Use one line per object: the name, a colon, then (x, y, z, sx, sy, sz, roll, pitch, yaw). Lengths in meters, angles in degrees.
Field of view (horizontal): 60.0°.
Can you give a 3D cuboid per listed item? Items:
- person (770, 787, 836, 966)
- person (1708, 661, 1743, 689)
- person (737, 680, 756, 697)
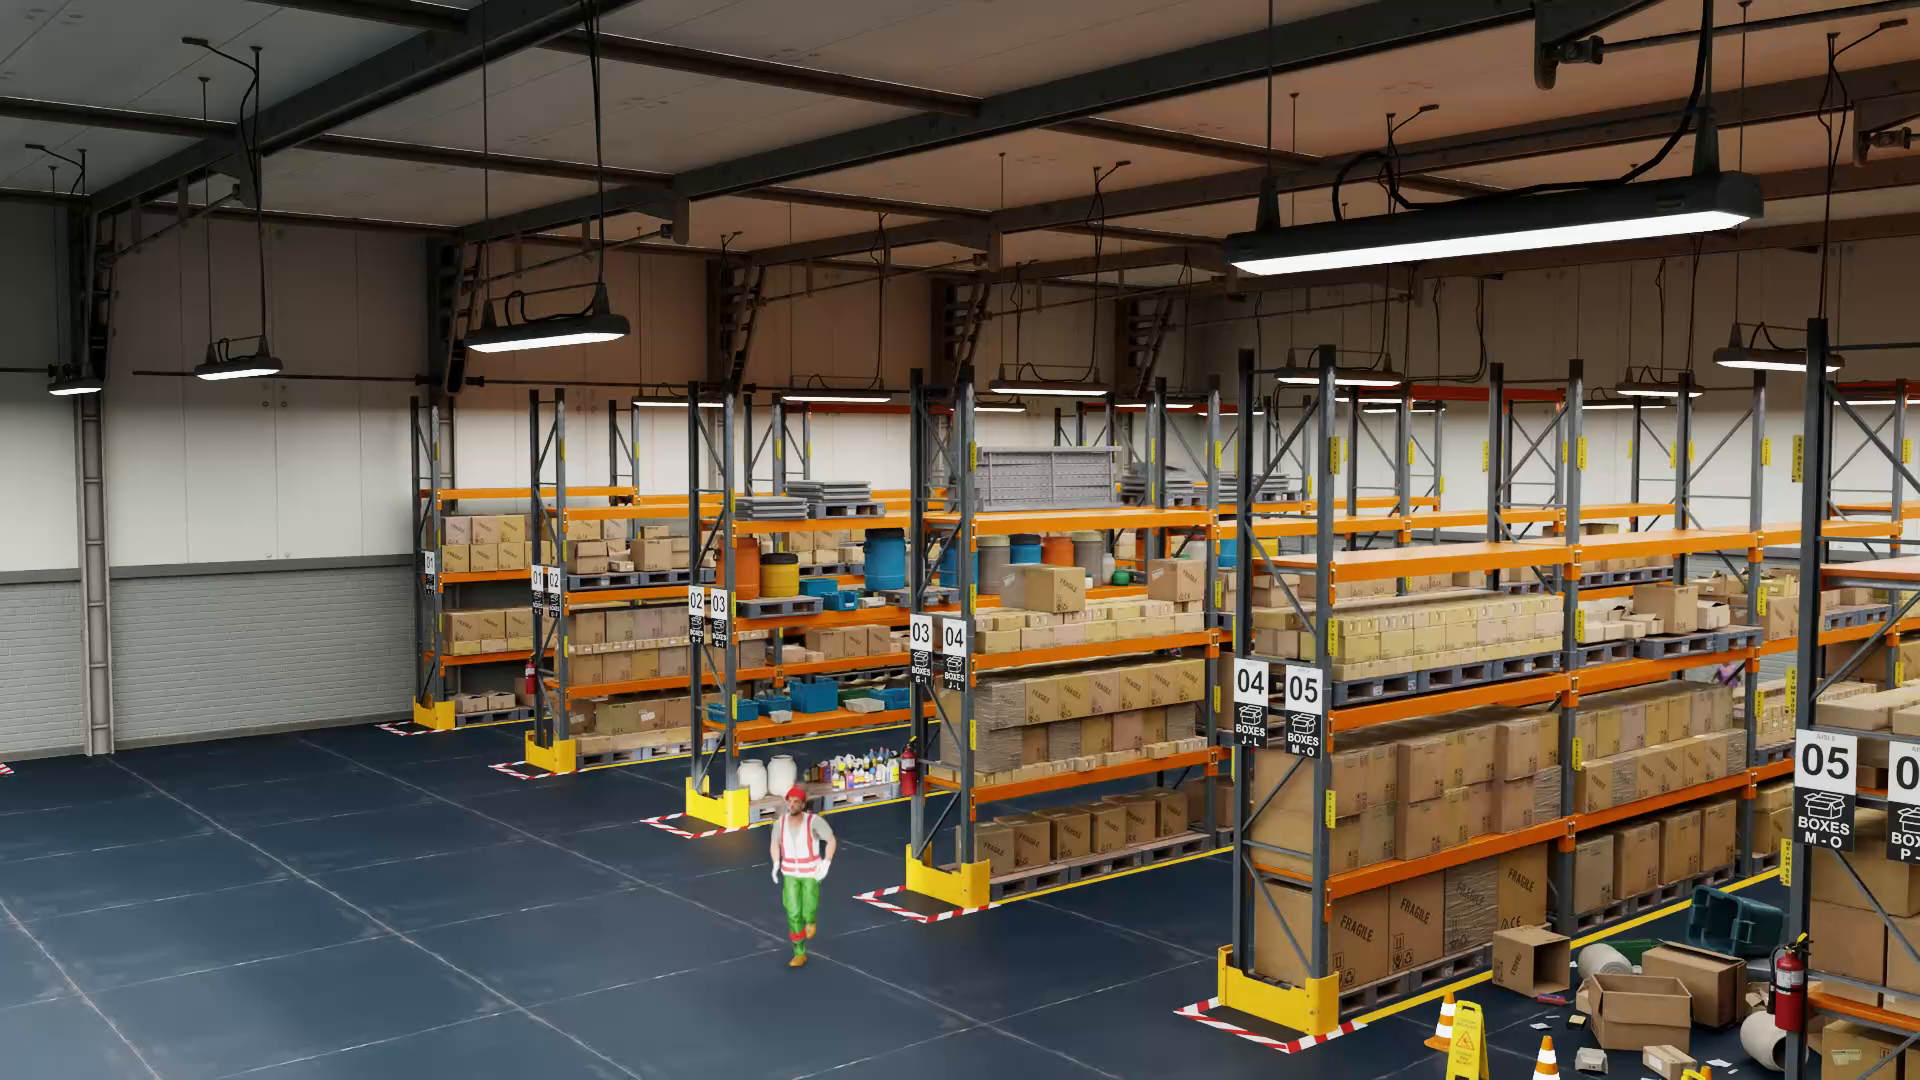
person: (-1.563, 3.315, 16.566, 0.665, 1.763, 0.665, 1, 3, 10)
person: (13.239, 2.692, 28.721, 0.601, 1.558, 0.710, 0, 3, 0)
person: (-4.068, 2.512, 31.235, 0.526, 1.725, 0.742, 3, 5, 44)
